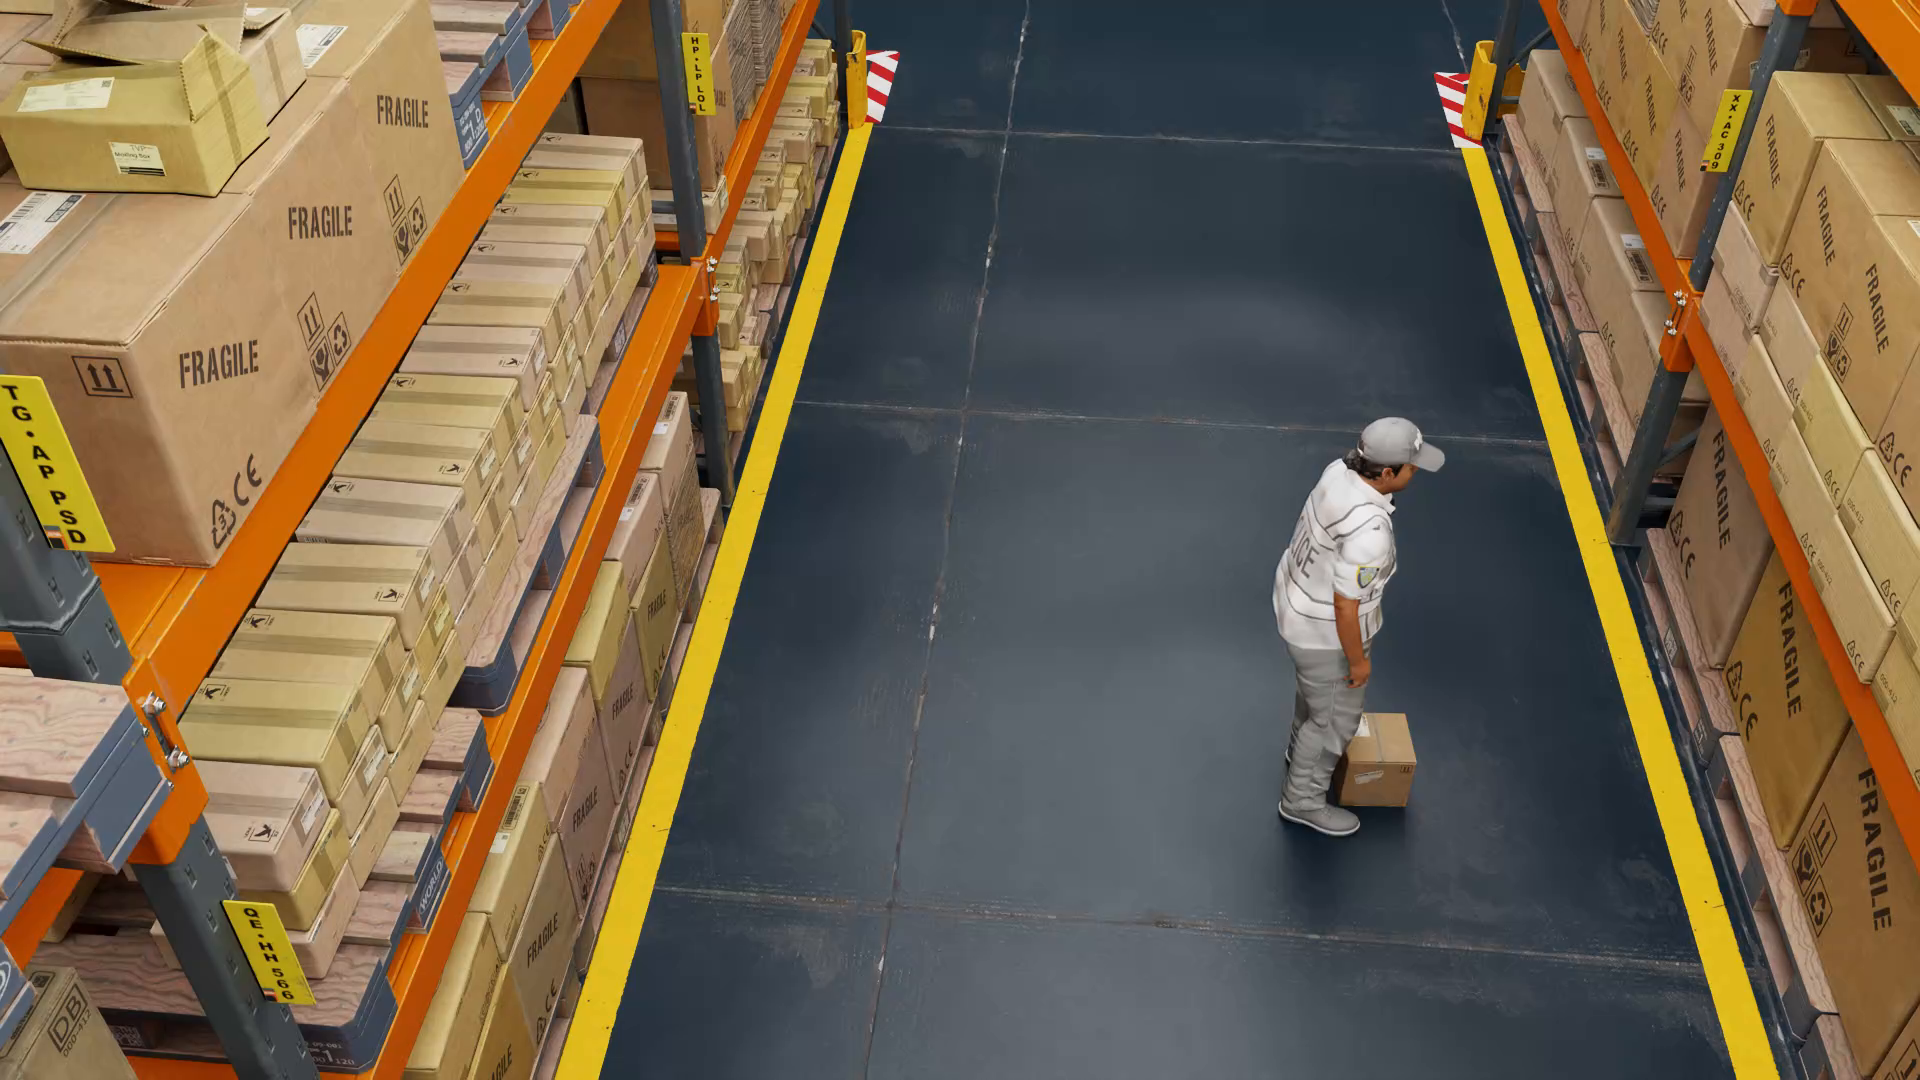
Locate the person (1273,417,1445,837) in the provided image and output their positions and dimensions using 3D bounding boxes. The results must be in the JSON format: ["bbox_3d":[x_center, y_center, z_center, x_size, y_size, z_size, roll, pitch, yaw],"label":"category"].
[{"bbox_3d":[1.336,0.281,5.819,0.463,1.667,0.563,1,40,2],"label":"person"}]
